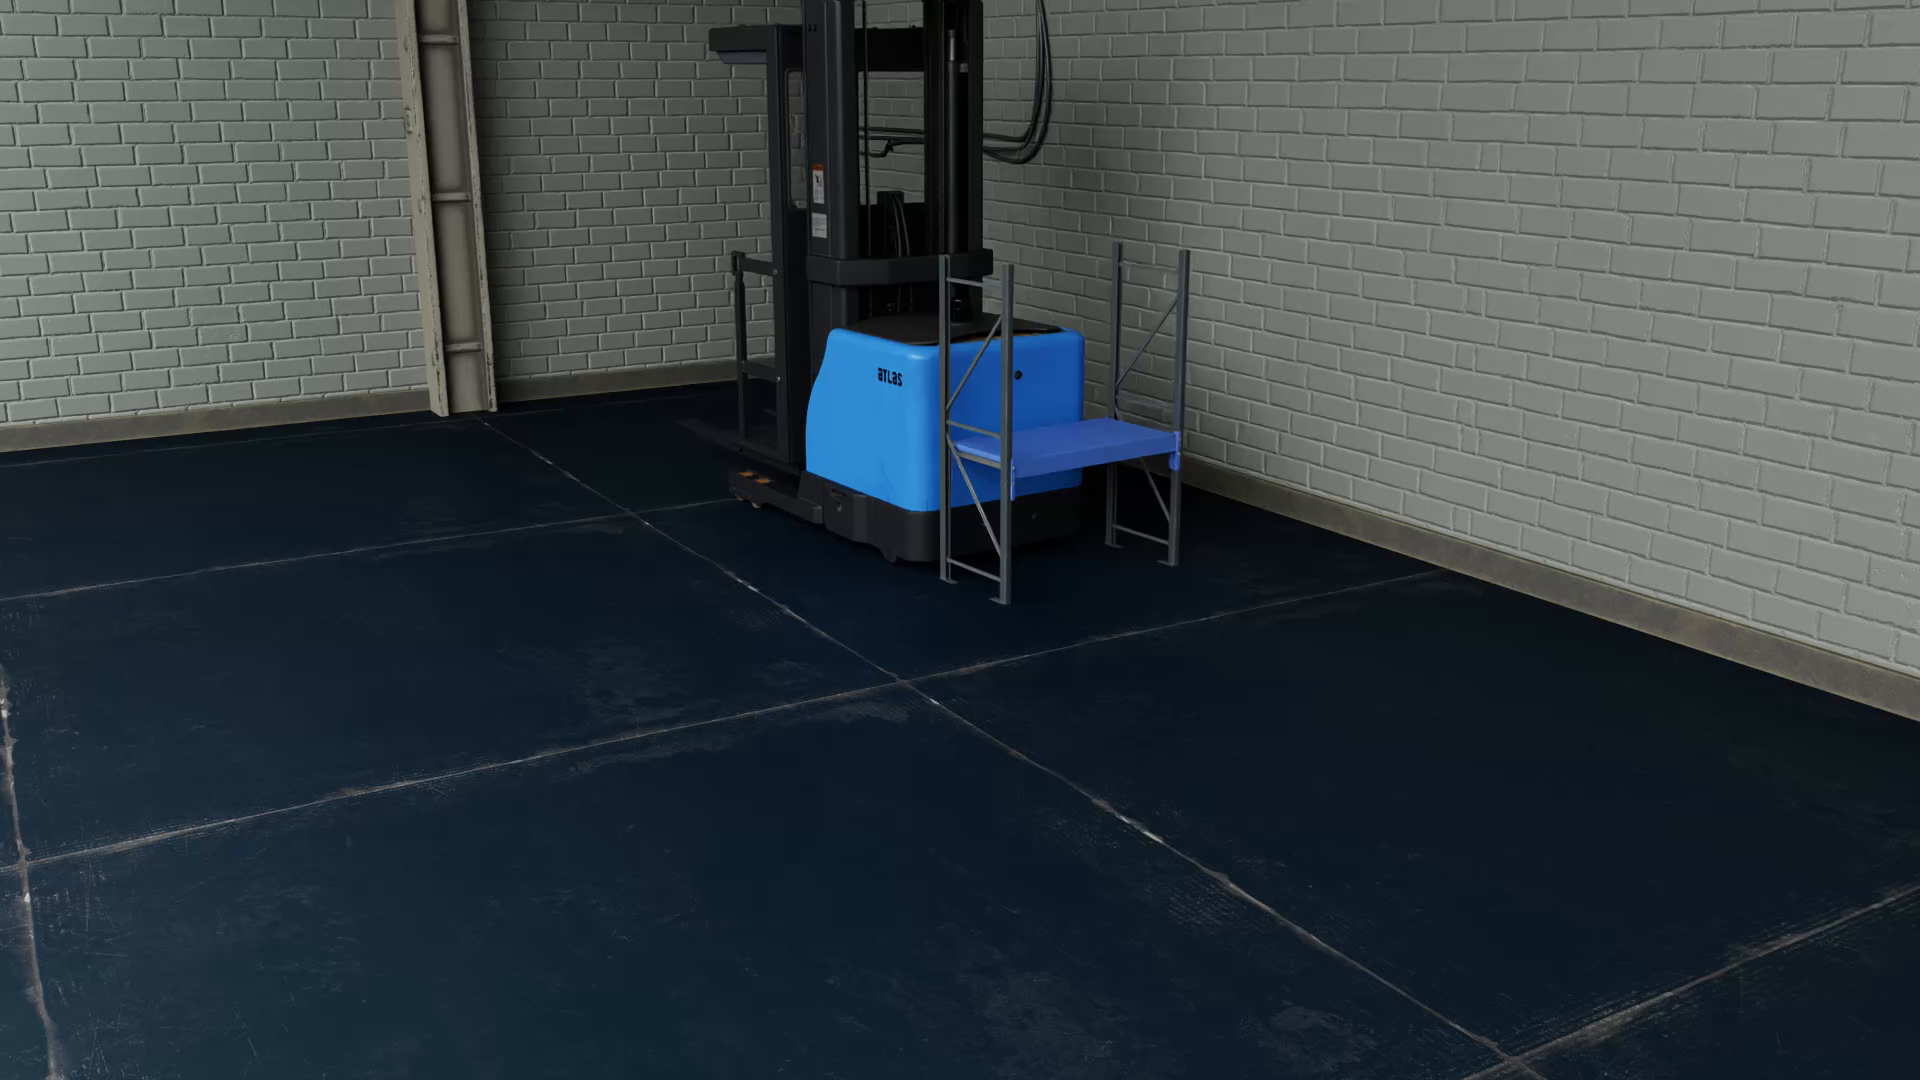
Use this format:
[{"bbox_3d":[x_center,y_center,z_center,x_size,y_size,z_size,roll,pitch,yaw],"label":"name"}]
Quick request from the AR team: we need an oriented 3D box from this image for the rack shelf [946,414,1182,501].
[{"bbox_3d":[0.477,-0.395,7.705,1.000,0.185,0.538,-11,19,-35],"label":"rack shelf"}]

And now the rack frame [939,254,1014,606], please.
[{"bbox_3d":[0.067,-0.487,7.367,0.032,1.500,0.500,-11,19,-35],"label":"rack frame"}]

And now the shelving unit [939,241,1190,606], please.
[{"bbox_3d":[0.477,-0.568,7.656,1.048,1.500,0.538,-11,19,-35],"label":"shelving unit"}]

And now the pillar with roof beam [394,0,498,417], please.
[{"bbox_3d":[-1.261,-4.249,6.894,0.400,9.000,9.100,-9,18,-30],"label":"pillar with roof beam"}]

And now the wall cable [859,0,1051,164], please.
[{"bbox_3d":[-0.272,-3.853,11.236,0.112,2.526,3.097,-9,18,-30],"label":"wall cable"}]

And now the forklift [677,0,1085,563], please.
[{"bbox_3d":[-0.618,-1.645,8.847,1.130,2.935,3.031,-10,19,-33],"label":"forklift"}]

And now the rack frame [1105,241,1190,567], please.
[{"bbox_3d":[0.888,-0.649,7.945,0.032,1.500,0.500,-11,19,-35],"label":"rack frame"}]
